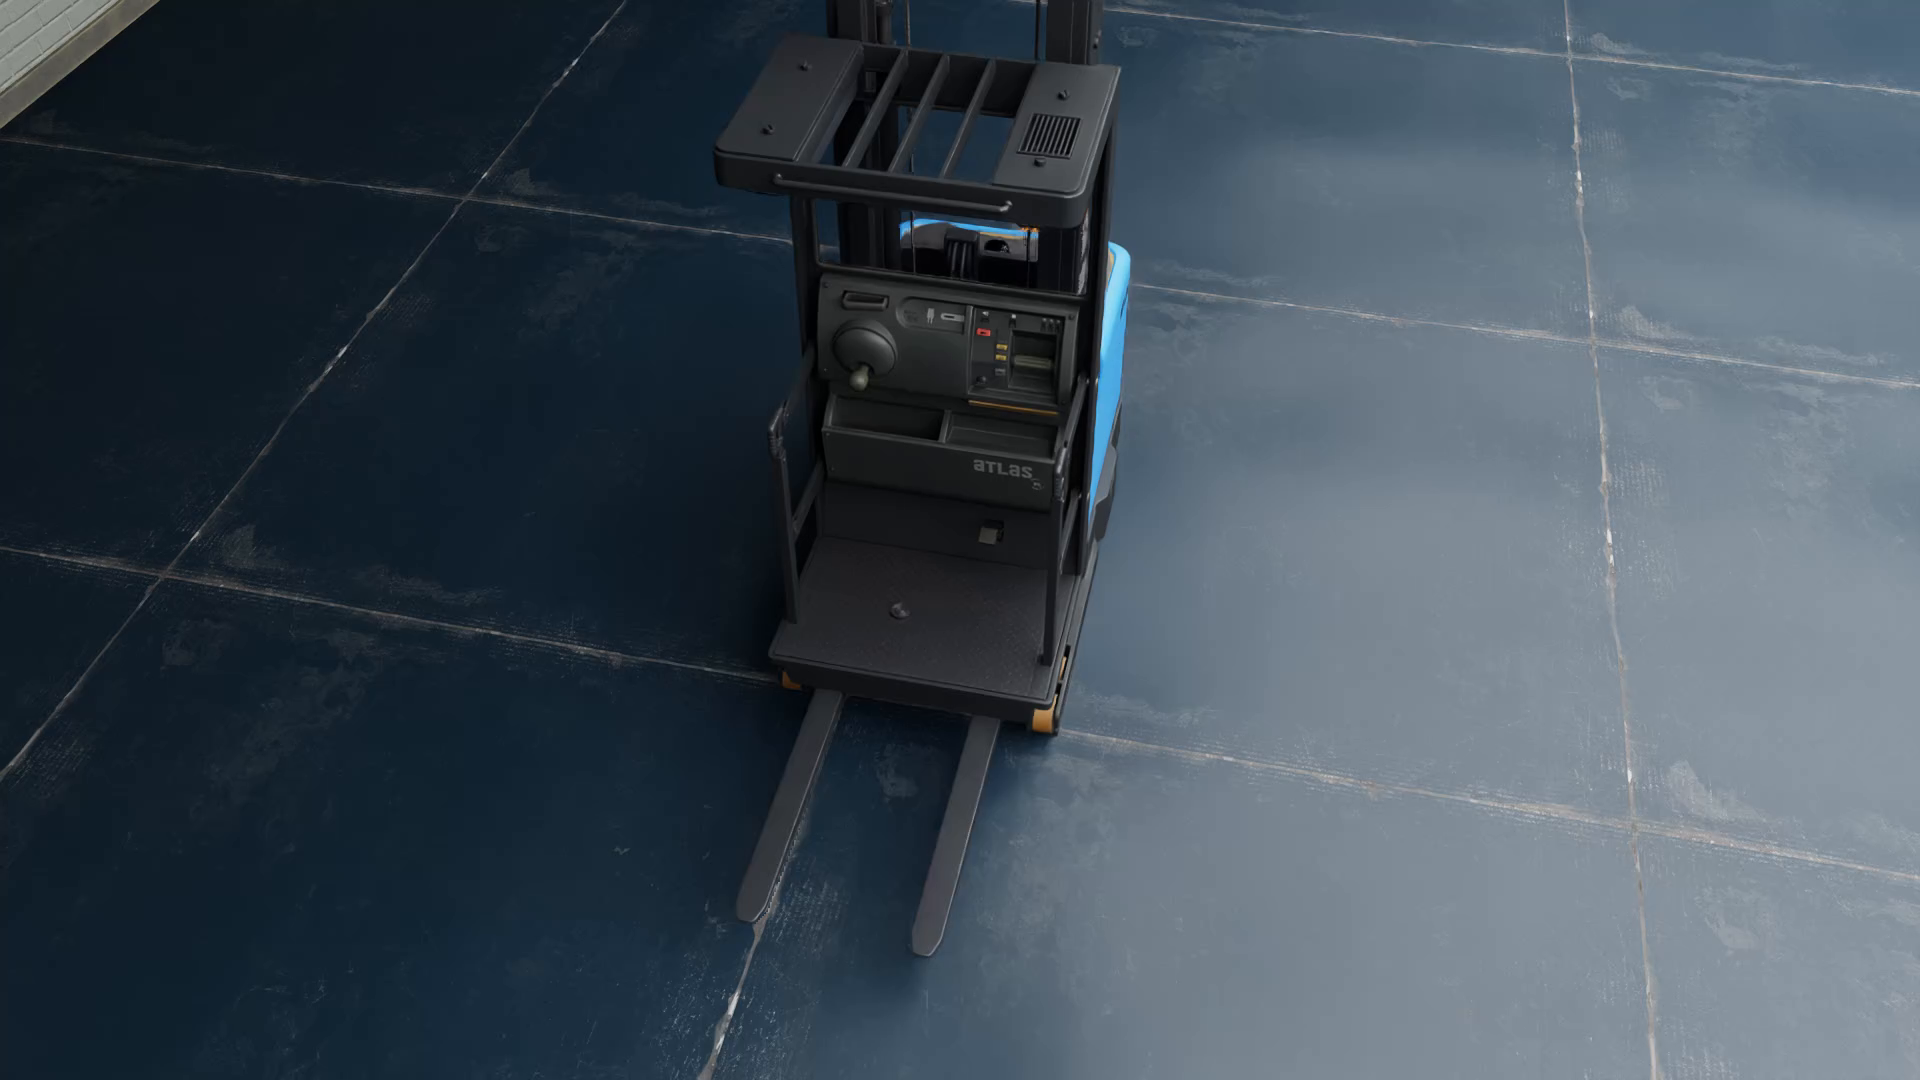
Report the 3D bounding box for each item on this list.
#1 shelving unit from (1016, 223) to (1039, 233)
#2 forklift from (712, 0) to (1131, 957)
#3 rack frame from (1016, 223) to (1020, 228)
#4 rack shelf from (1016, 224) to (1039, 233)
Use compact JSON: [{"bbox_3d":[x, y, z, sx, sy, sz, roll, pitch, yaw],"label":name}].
[{"bbox_3d":[0.400,-1.104,7.489,0.258,1.200,0.189,-34,52,-30],"label":"shelving unit"},{"bbox_3d":[-0.094,-0.600,5.720,1.130,2.935,3.031,9,45,9],"label":"forklift"},{"bbox_3d":[0.336,-1.149,7.537,0.240,1.200,0.006,-34,52,-30],"label":"rack frame"},{"bbox_3d":[0.395,-1.333,7.272,0.258,0.103,0.180,-34,52,-30],"label":"rack shelf"}]
